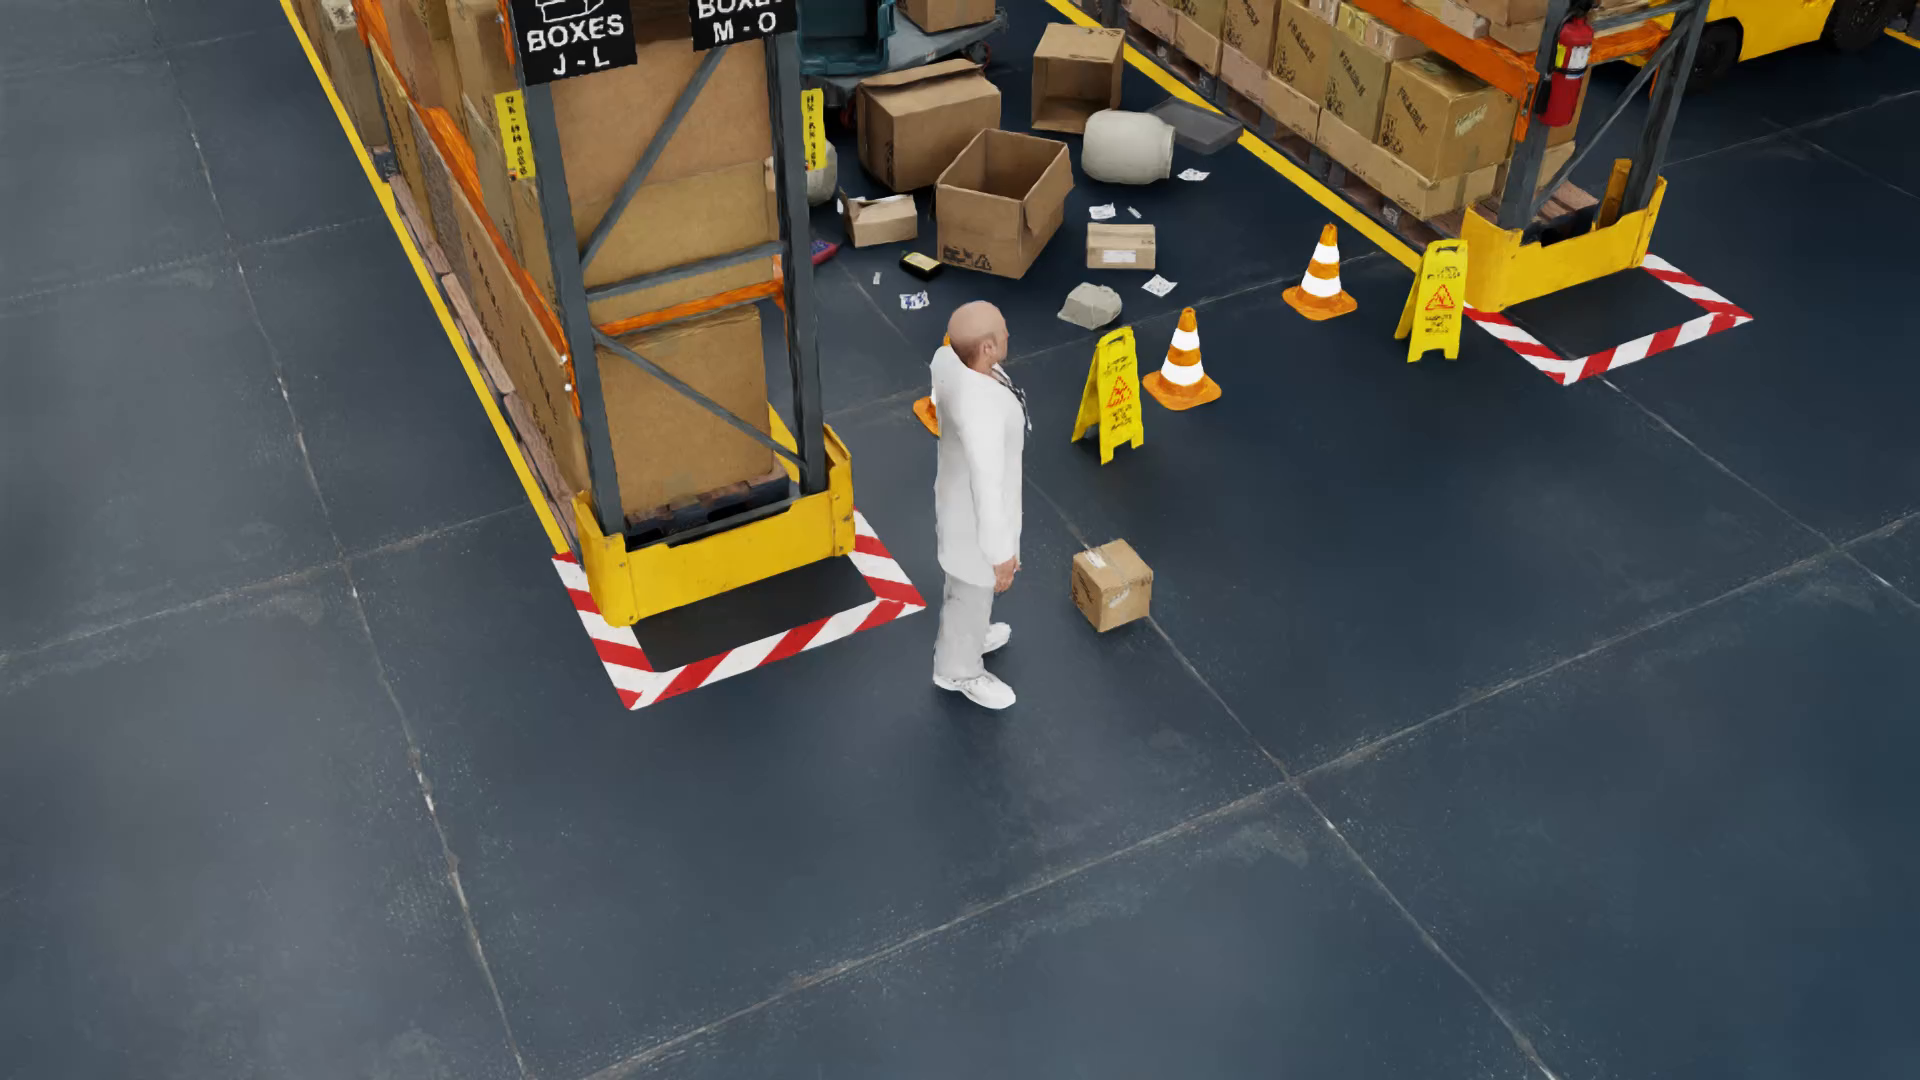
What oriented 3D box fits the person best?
[{"bbox_3d":[0.073,-0.121,6.275,0.377,1.784,0.697,-8,41,-9],"label":"person"}]
